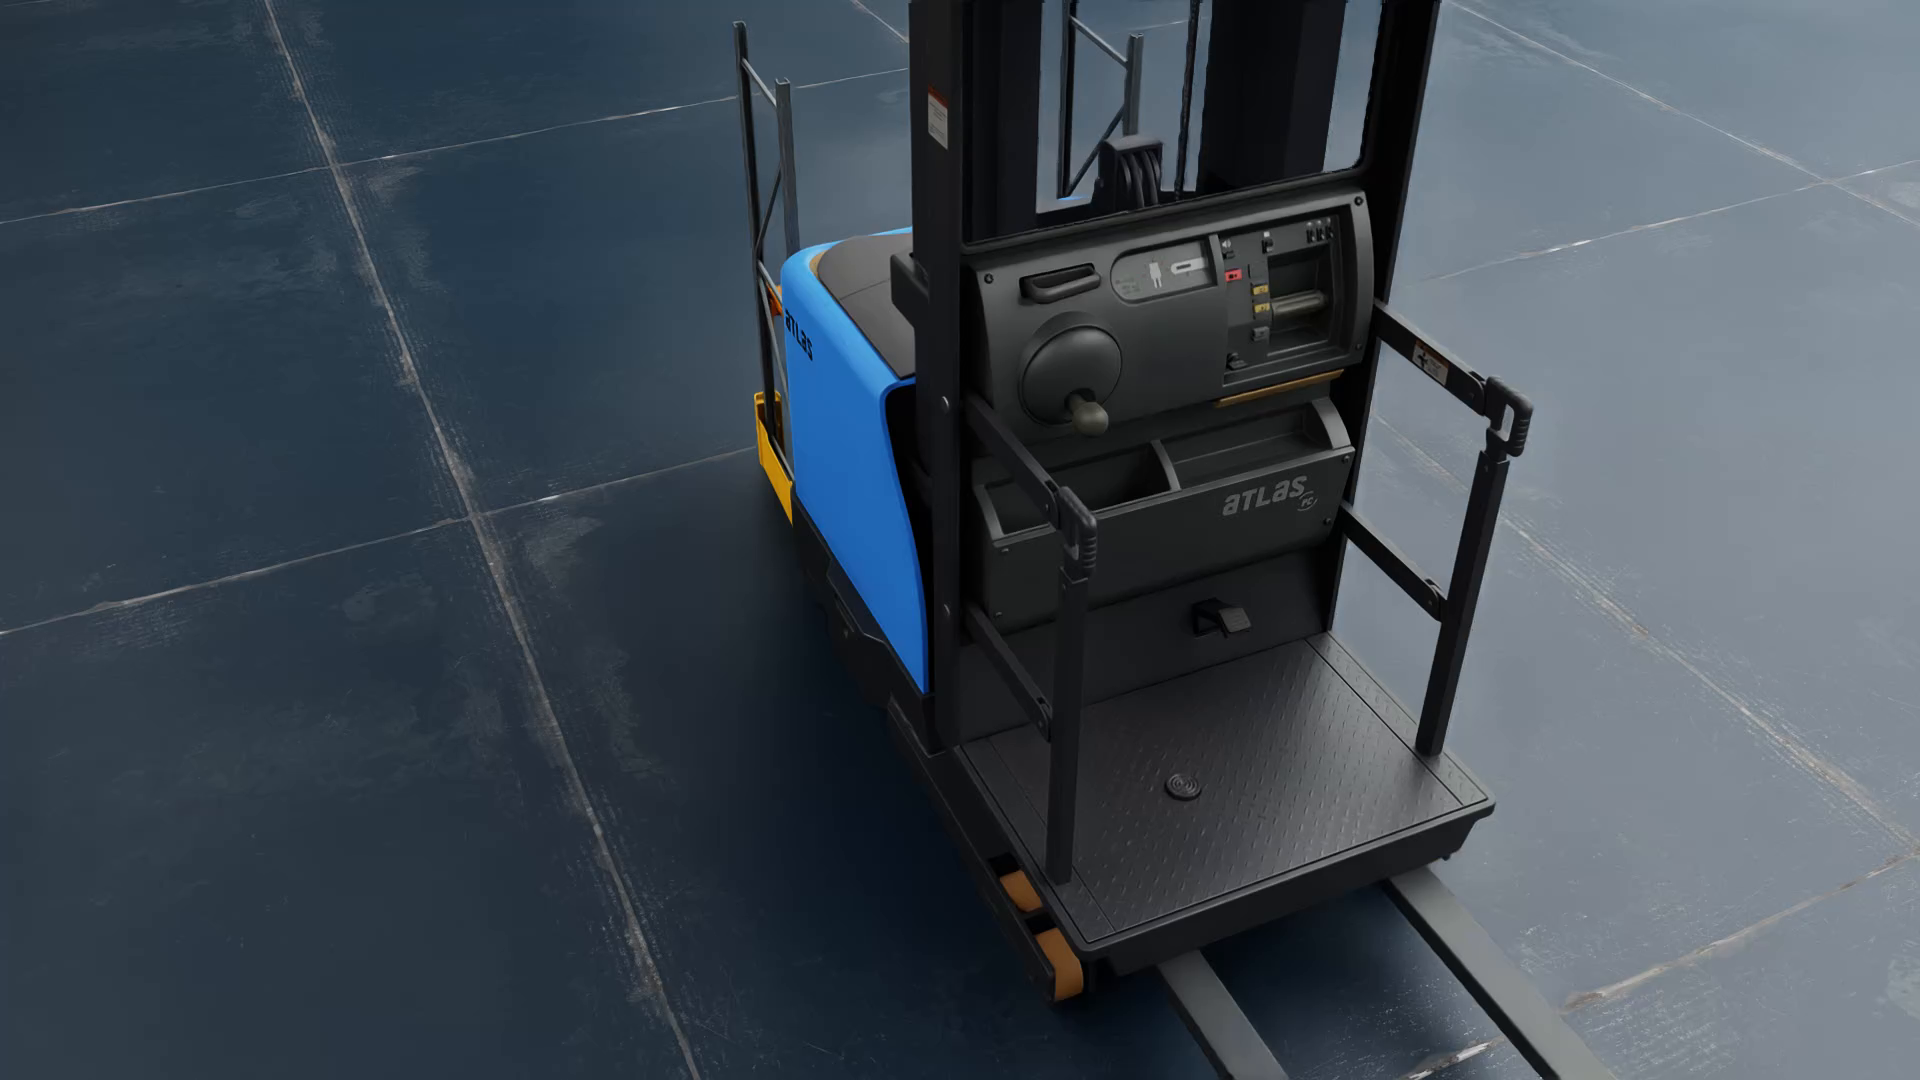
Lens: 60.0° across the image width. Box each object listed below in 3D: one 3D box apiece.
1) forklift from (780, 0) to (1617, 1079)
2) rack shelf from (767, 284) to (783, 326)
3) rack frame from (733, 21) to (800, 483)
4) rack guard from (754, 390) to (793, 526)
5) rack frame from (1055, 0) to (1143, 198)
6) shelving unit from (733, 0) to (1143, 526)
[{"bbox_3d":[0.558,-0.414,3.348,1.130,2.935,3.031,-15,39,-19],"label":"forklift"},{"bbox_3d":[-0.067,-0.689,5.221,1.000,0.185,0.538,-12,38,-16],"label":"rack shelf"},{"bbox_3d":[-0.544,-0.728,4.972,0.032,1.500,0.500,-12,38,-16],"label":"rack frame"},{"bbox_3d":[-0.543,-0.226,5.345,0.087,0.250,0.587,-12,38,-16],"label":"rack guard"},{"bbox_3d":[0.409,-0.938,5.256,0.032,1.500,0.500,-12,38,-16],"label":"rack frame"},{"bbox_3d":[-0.076,-0.831,5.112,1.083,1.500,0.587,-12,38,-16],"label":"shelving unit"}]
